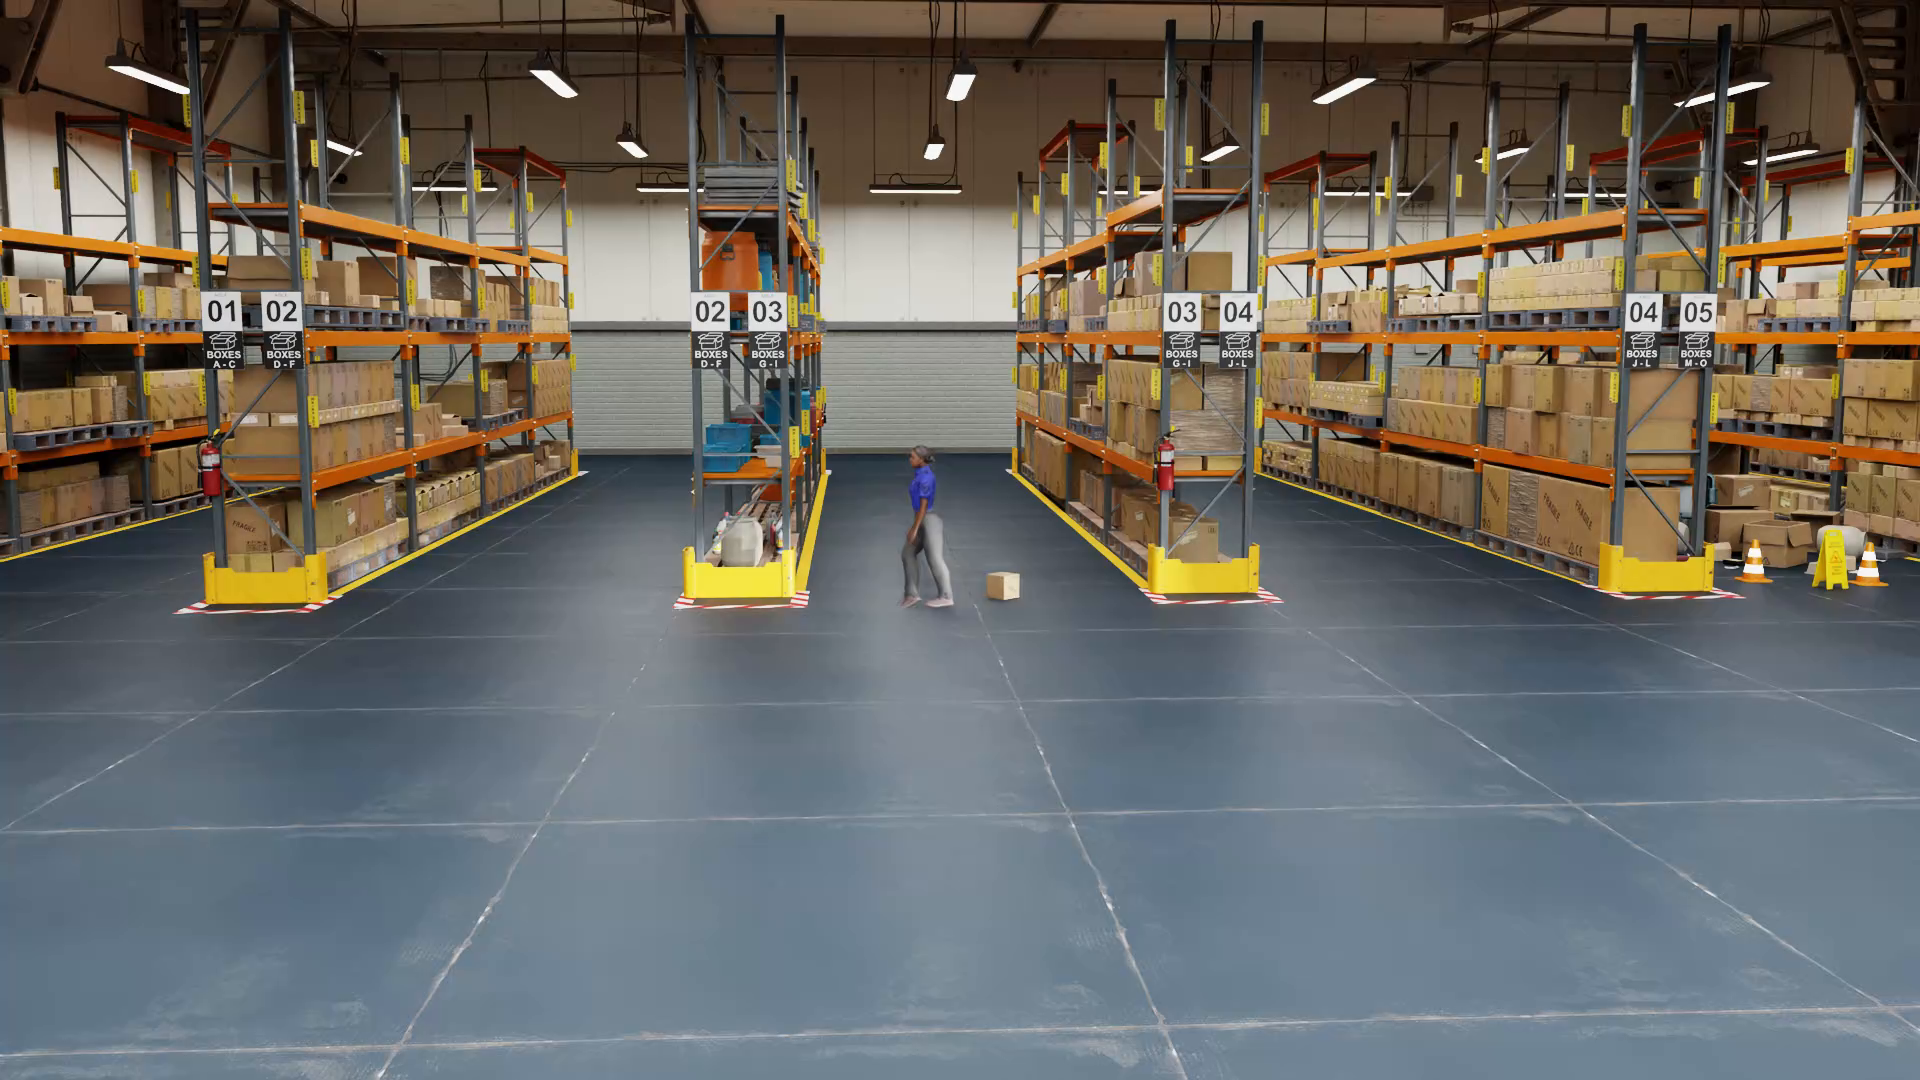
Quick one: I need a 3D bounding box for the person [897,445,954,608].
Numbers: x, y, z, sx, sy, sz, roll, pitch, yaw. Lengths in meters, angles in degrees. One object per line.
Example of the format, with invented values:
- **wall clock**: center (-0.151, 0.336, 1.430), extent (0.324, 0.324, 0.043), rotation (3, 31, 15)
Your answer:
- **person**: center (-0.351, -0.100, 16.736), extent (0.568, 1.723, 0.469), rotation (-1, 7, -10)
